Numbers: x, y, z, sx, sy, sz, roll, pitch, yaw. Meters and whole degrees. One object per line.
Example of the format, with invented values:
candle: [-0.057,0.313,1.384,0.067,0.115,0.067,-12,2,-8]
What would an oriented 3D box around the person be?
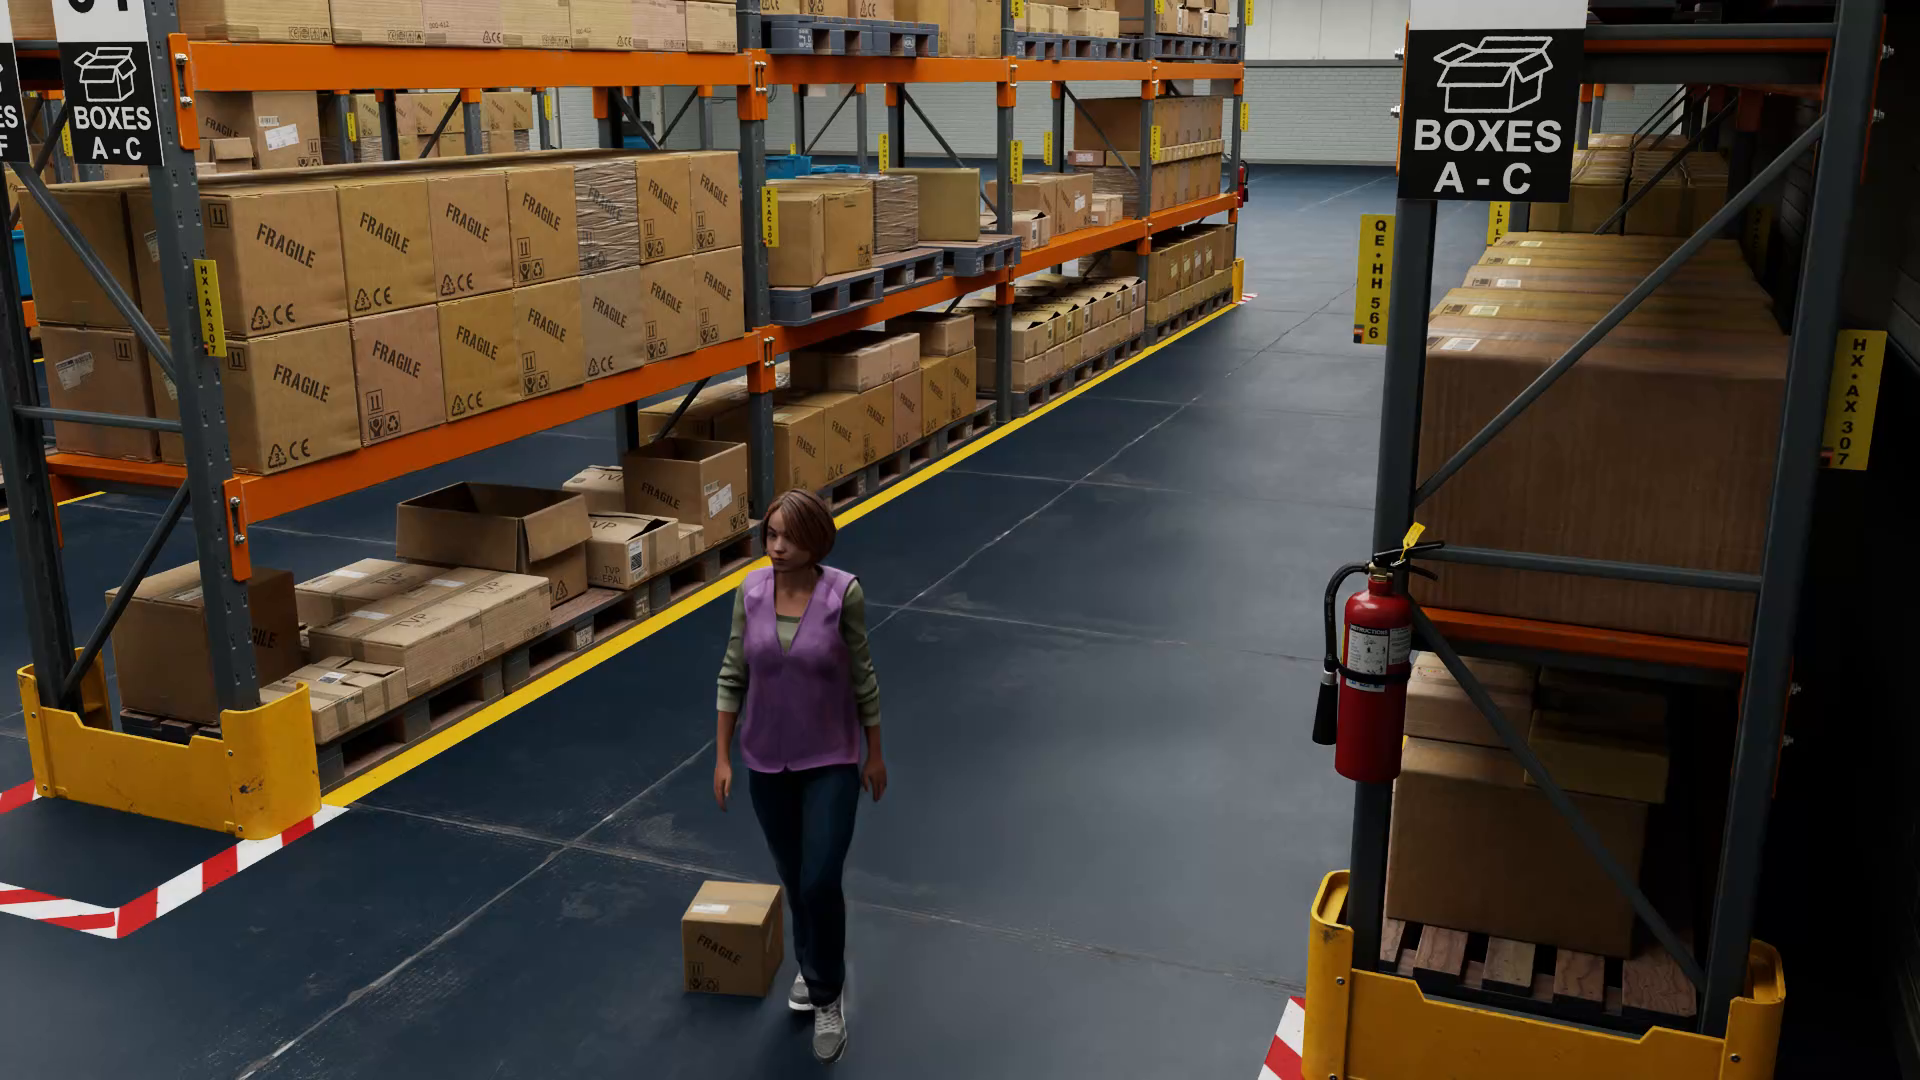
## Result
person: [-0.452,0.653,4.712,0.456,1.639,0.495,4,16,14]
